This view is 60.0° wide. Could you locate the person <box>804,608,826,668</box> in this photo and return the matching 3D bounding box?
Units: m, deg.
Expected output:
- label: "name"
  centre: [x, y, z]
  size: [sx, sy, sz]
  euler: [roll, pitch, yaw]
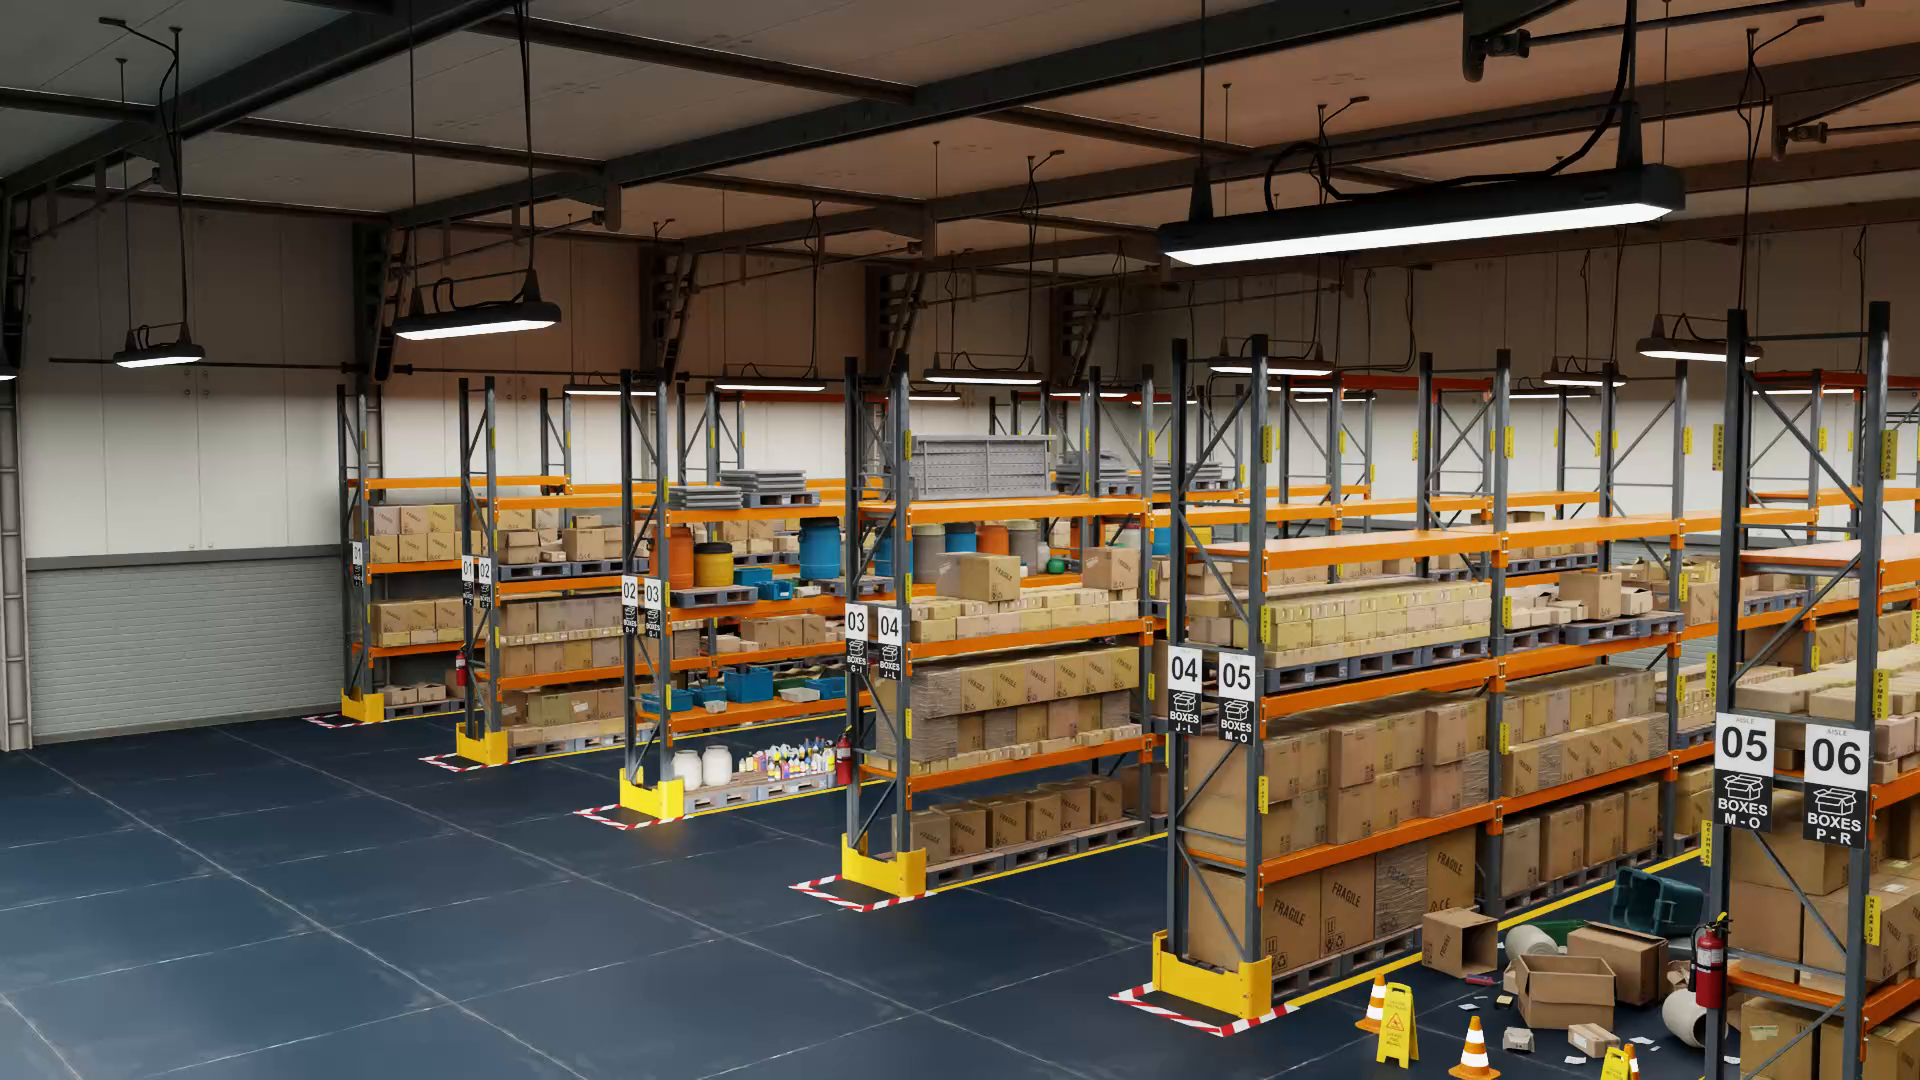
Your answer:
- label: "person"
  centre: [-2.970, 2.114, 33.956]
  size: [0.659, 1.673, 0.777]
  euler: [3, 5, 34]
